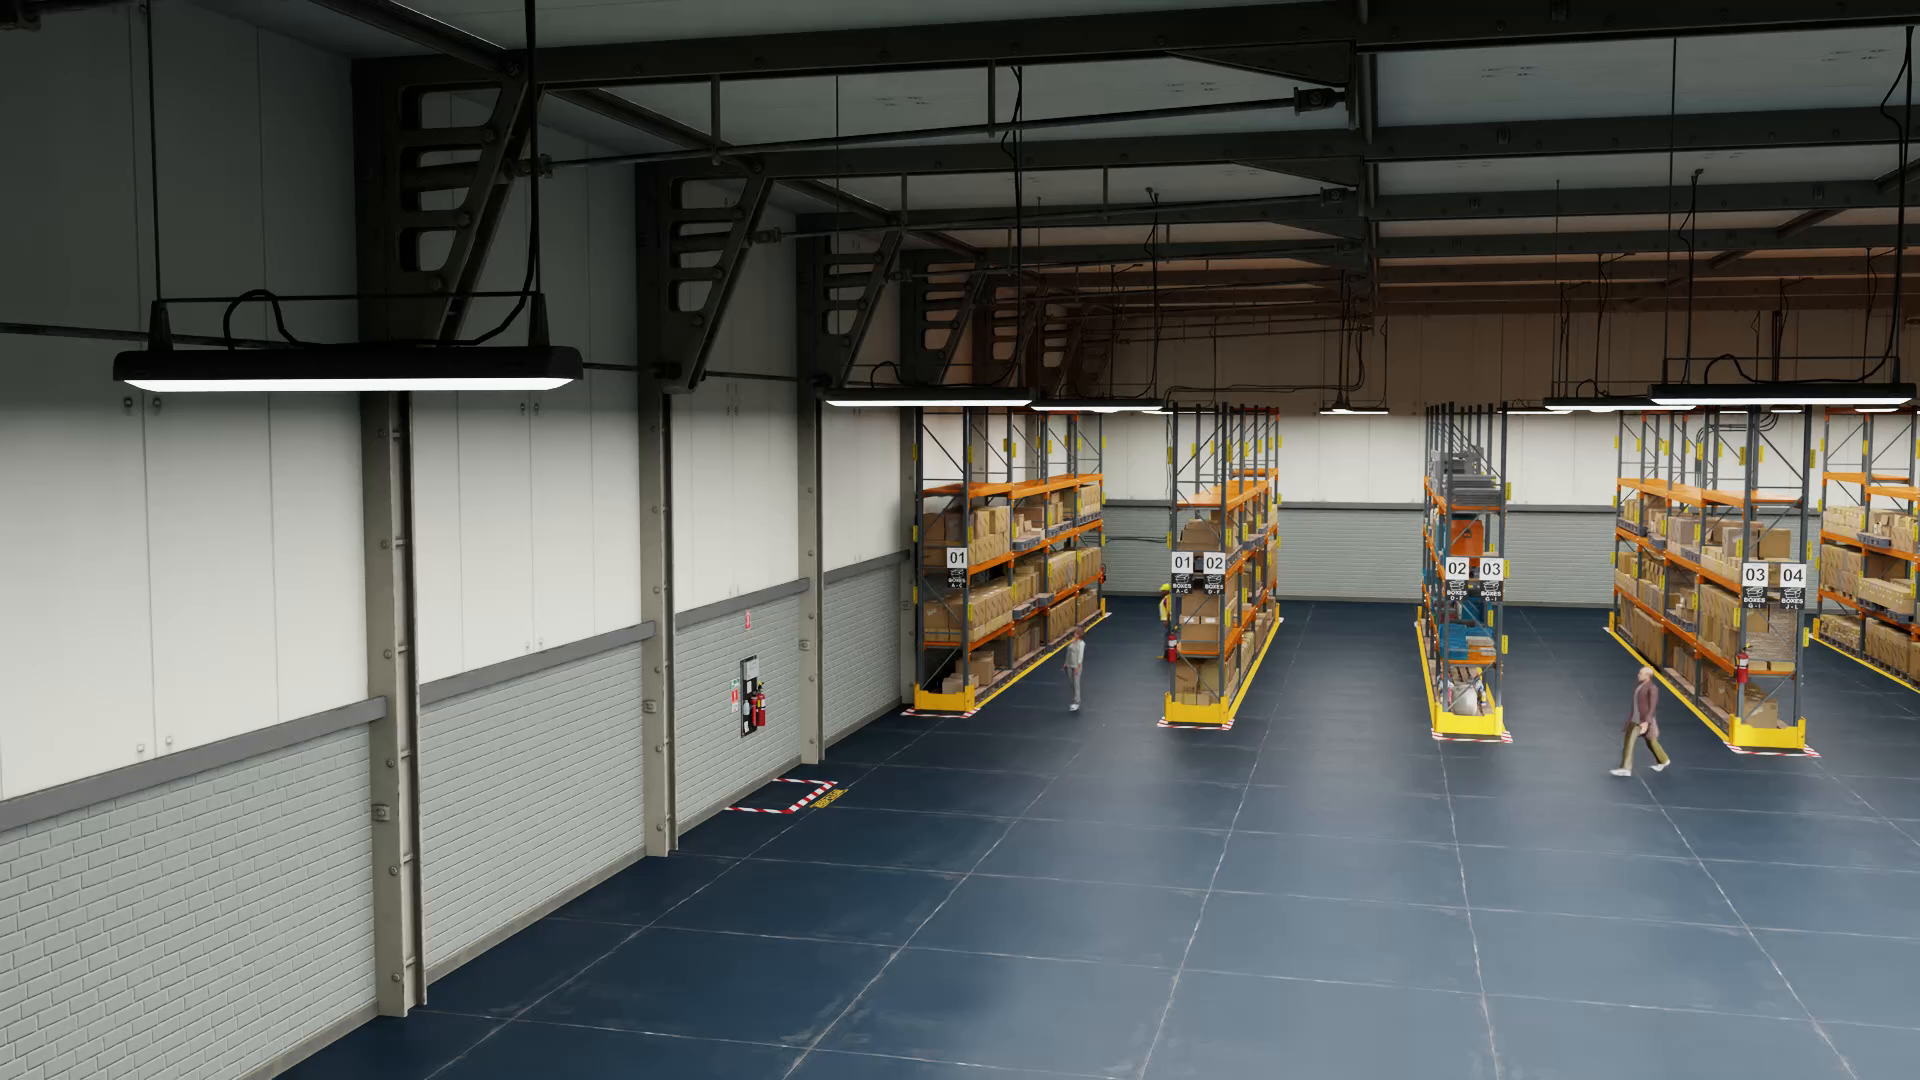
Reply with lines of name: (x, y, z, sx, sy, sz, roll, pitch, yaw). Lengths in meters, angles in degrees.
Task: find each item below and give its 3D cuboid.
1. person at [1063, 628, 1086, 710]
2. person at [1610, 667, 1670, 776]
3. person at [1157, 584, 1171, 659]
person: (2.245, 2.529, 32.718, 0.487, 1.600, 0.437, -4, 6, -43)
person: (10.913, 2.891, 26.548, 1.102, 1.743, 0.543, -3, 5, -37)
person: (4.858, 1.918, 39.412, 0.389, 1.765, 0.656, 0, 4, 3)
